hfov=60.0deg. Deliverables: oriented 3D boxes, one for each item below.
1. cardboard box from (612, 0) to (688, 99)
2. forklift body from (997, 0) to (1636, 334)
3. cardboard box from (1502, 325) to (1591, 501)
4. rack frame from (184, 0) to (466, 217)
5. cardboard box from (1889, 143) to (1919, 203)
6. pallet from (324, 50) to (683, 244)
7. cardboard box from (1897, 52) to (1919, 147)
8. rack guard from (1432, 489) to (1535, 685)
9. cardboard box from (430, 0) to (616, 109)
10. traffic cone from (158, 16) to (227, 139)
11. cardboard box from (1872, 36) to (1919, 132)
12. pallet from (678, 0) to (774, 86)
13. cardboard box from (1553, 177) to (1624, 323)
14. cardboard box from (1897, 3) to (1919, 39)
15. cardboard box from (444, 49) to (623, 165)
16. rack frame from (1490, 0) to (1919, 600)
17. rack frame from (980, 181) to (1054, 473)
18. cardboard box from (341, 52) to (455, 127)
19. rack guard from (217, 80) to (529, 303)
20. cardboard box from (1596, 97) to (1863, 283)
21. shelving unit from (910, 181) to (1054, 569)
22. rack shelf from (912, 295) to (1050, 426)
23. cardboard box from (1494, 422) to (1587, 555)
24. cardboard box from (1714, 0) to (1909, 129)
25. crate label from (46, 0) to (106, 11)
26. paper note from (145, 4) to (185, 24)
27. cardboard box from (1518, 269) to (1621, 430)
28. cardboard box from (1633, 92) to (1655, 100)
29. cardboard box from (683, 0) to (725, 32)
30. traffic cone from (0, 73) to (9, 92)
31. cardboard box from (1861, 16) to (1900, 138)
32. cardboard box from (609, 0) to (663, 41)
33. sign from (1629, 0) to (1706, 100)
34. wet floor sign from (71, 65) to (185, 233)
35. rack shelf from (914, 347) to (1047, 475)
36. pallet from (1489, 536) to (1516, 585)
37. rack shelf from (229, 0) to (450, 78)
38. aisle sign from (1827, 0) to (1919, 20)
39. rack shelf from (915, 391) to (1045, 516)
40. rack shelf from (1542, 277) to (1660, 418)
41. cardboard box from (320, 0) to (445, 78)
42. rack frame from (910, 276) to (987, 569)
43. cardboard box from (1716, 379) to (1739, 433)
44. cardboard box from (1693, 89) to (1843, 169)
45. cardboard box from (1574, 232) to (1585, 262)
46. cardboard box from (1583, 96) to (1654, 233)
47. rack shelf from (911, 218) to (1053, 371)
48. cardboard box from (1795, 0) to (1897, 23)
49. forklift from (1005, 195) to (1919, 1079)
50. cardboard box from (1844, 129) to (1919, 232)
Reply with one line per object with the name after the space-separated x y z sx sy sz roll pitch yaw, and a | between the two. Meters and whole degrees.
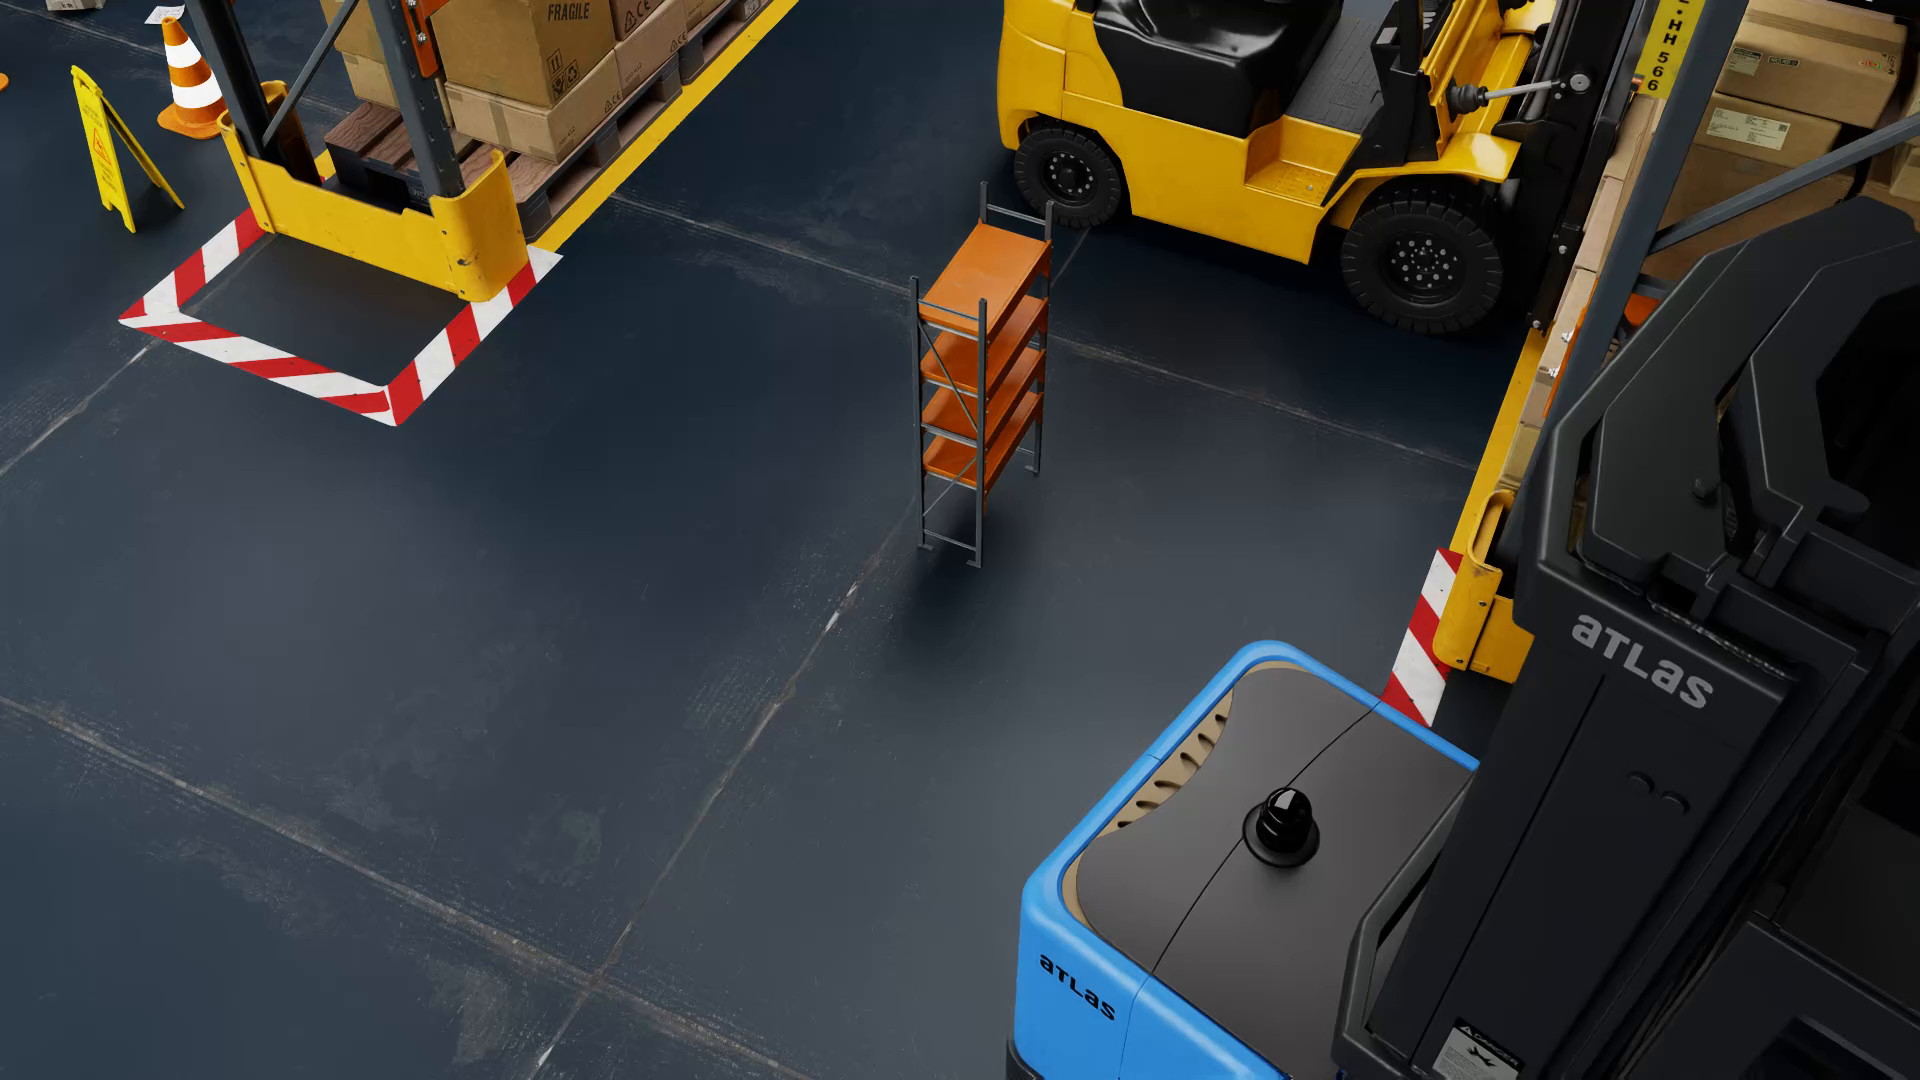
-1.533 -2.205 7.186 0.500 0.250 0.500 22 53 17 | cardboard box
1.298 -2.157 6.173 2.313 2.155 1.214 20 52 16 | forklift body
2.062 -0.377 5.303 0.500 0.250 0.500 19 52 16 | cardboard box
-2.352 -2.145 5.606 1.000 3.000 0.127 20 52 16 | rack frame
2.517 -0.925 4.076 0.380 0.149 0.250 19 52 15 | cardboard box
-1.941 -1.842 7.179 1.003 0.211 1.213 20 52 16 | pallet
2.474 -1.034 3.973 0.380 0.149 0.250 19 52 15 | cardboard box
2.127 0.294 5.172 1.175 0.500 0.348 20 52 16 | rack guard
-1.748 -2.116 6.618 0.500 0.500 0.500 18 52 15 | cardboard box
-3.335 -2.039 7.181 0.336 0.463 0.334 20 52 16 | traffic cone
2.564 -1.115 4.238 0.380 0.149 0.250 20 52 16 | cardboard box
-1.418 -2.679 7.891 1.003 0.211 1.213 20 52 16 | pallet
2.265 -0.874 5.397 0.500 0.250 0.500 21 53 17 | cardboard box
2.679 -1.288 4.385 0.380 0.149 0.250 19 52 15 | cardboard box
-1.758 -1.856 6.889 0.500 0.250 0.500 19 52 16 | cardboard box
2.137 -0.533 4.234 1.000 3.000 0.127 20 52 16 | rack frame
0.175 -0.671 5.533 0.240 1.200 0.015 20 52 16 | rack frame
-2.240 -2.051 7.055 0.500 0.250 0.500 20 52 16 | cardboard box
-2.320 -1.388 6.603 1.175 0.500 0.348 20 52 16 | rack guard
2.110 -0.990 4.557 0.500 0.500 0.500 19 52 15 | cardboard box
0.071 -0.503 5.390 0.258 1.200 0.503 20 52 16 | shelving unit
0.071 -0.604 5.271 0.258 0.148 0.480 20 52 16 | rack shelf
2.052 -0.204 5.484 0.500 0.250 0.500 20 53 16 | cardboard box
2.100 -1.187 4.104 0.380 0.149 0.250 20 52 16 | cardboard box
-4.204 -2.622 7.891 0.250 0.136 0.298 -4 50 -3 | crate label
-3.748 -2.482 7.842 0.148 0.019 0.142 4 50 3 | paper note
2.052 -0.521 5.097 0.500 0.250 0.500 21 53 17 | cardboard box
2.695 -1.571 5.991 0.500 0.250 0.500 19 52 15 | cardboard box
-1.311 -2.585 7.510 0.500 0.250 0.500 23 53 18 | cardboard box
-4.484 -2.166 7.289 0.336 0.463 0.334 20 52 16 | traffic cone
2.802 -1.182 4.721 0.500 0.500 0.500 21 53 17 | cardboard box
-1.529 -2.477 6.925 0.500 0.500 0.500 18 52 15 | cardboard box
1.652 -1.171 3.861 0.100 0.325 0.005 20 52 16 | sign
-3.401 -1.600 6.688 0.232 0.644 0.267 -37 59 -27 | wet floor sign
0.071 -0.459 5.441 0.258 0.148 0.480 20 52 16 | rack shelf
2.426 -0.170 5.756 1.003 0.211 1.213 20 52 16 | pallet
-1.498 -3.289 7.052 1.077 0.370 4.000 20 52 16 | rack shelf
1.843 -1.426 3.287 0.394 0.787 0.004 20 52 16 | aisle sign
0.071 -0.331 5.592 0.258 0.148 0.480 20 52 16 | rack shelf
2.992 -1.677 5.680 1.077 0.370 4.000 20 52 16 | rack shelf
-2.246 -2.270 6.749 0.500 0.500 0.500 20 53 16 | cardboard box
-0.034 -0.335 5.247 0.240 1.200 0.015 20 52 16 | rack frame
2.514 -0.371 4.970 0.500 0.250 0.500 19 52 16 | cardboard box
2.032 -1.105 4.230 0.380 0.149 0.250 21 53 17 | cardboard box
2.488 -1.081 5.902 0.500 0.250 0.500 19 52 15 | cardboard box
2.471 -1.225 5.696 0.500 0.250 0.500 20 53 17 | cardboard box
0.071 -0.758 5.091 0.258 0.148 0.480 20 52 16 | rack shelf
2.177 -1.367 4.257 0.380 0.149 0.250 20 52 16 | cardboard box
1.570 0.980 2.992 3.031 2.935 1.130 33 57 25 | forklift
2.600 -0.816 4.409 0.500 0.500 0.500 21 53 17 | cardboard box
